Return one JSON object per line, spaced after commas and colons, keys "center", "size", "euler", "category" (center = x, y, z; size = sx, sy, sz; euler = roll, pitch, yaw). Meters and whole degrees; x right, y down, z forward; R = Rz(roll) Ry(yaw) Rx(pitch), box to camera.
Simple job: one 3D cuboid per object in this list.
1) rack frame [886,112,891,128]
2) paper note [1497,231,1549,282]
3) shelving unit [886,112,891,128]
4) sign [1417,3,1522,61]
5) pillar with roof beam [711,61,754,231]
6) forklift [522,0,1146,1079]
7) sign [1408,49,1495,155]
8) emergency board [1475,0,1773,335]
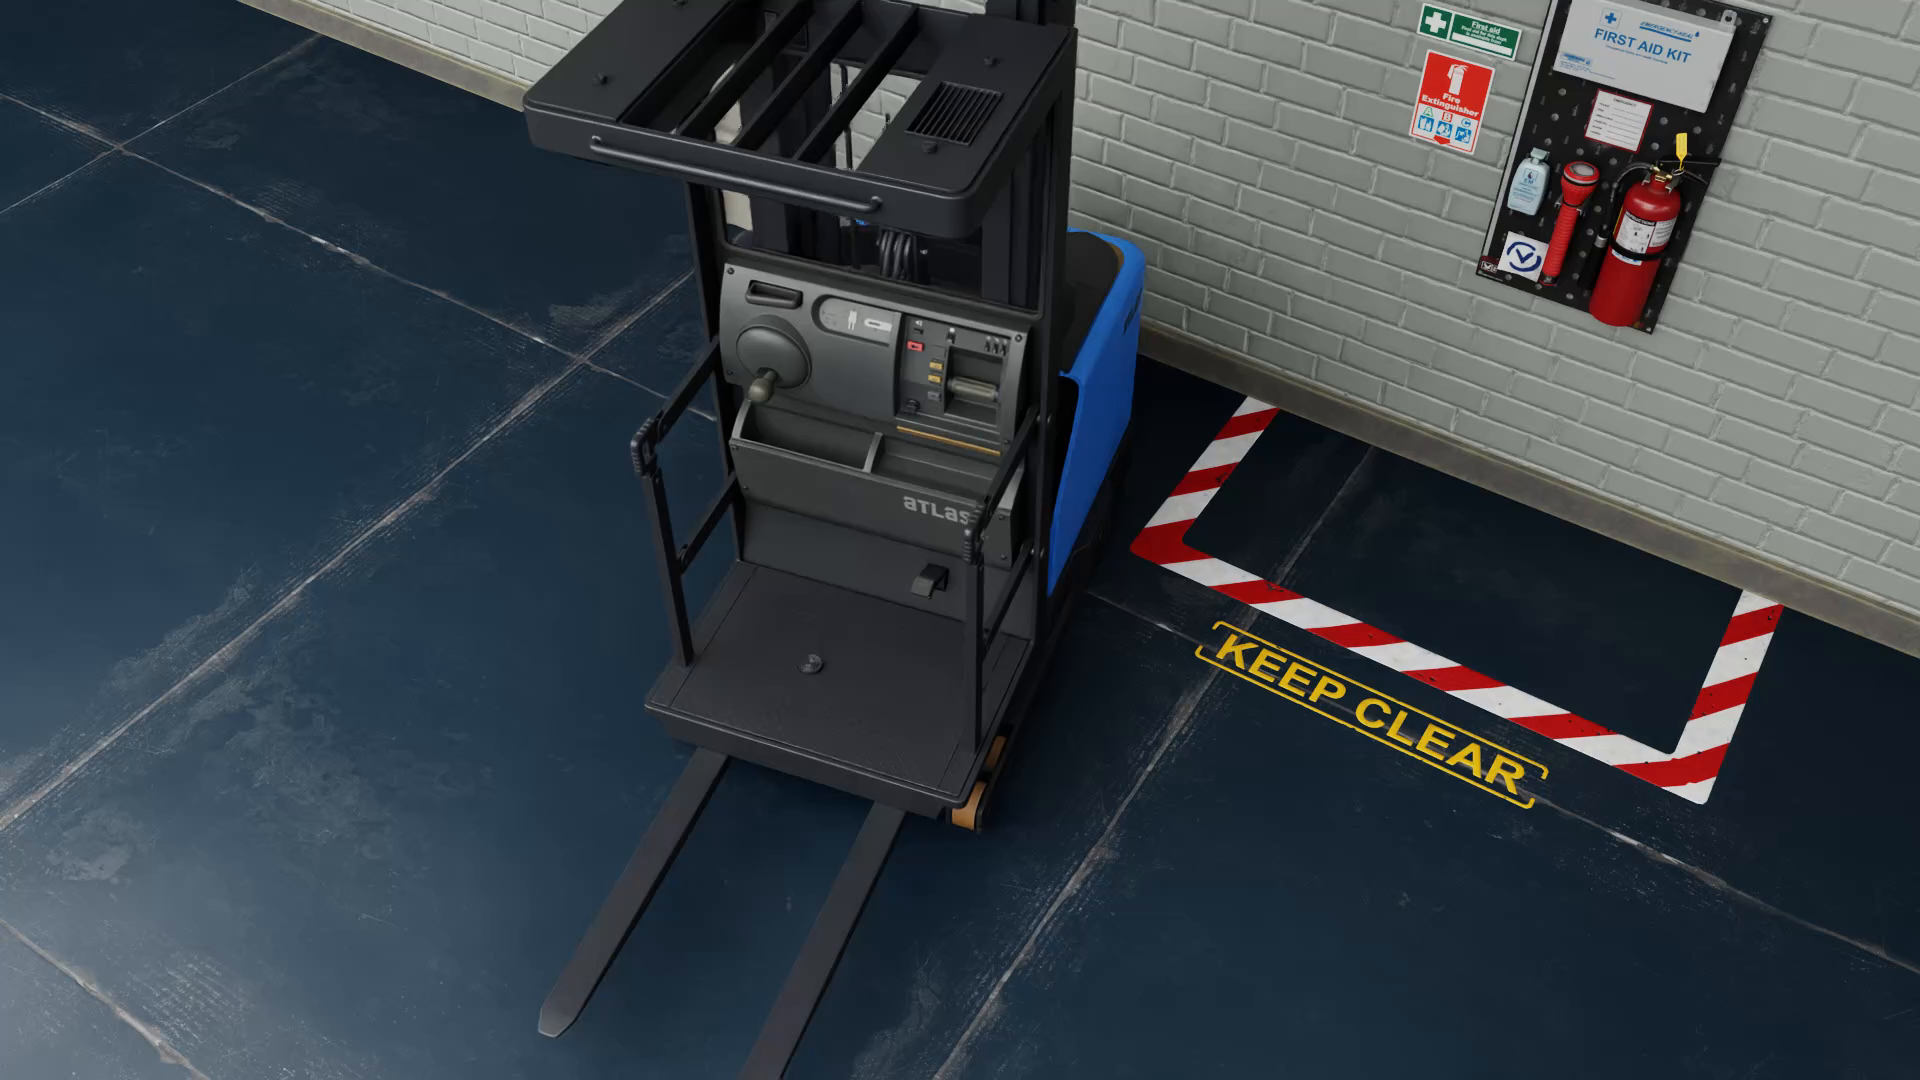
{"center": [-0.274, -1.068, 6.451], "size": [0.015, 1.200, 0.240], "euler": [4, 46, 4], "category": "rack frame"}
{"center": [1.936, -0.974, 5.719], "size": [0.142, 0.148, 0.016], "euler": [25, 51, 22], "category": "paper note"}
{"center": [-0.032, -1.050, 6.434], "size": [0.503, 1.200, 0.258], "euler": [4, 46, 4], "category": "shelving unit"}
{"center": [1.637, -1.637, 5.355], "size": [0.331, 0.109, 0.001], "euler": [25, 51, 22], "category": "sign"}
{"center": [-3.267, -2.006, 1.924], "size": [0.400, 9.000, 9.100], "euler": [25, 51, 22], "category": "pillar with roof beam"}
{"center": [-0.332, -0.436, 4.630], "size": [1.130, 2.935, 3.031], "euler": [15, 48, 14], "category": "forklift"}
{"center": [1.638, -1.460, 5.552], "size": [0.234, 0.329, 0.001], "euler": [25, 51, 22], "category": "sign"}
{"center": [2.048, -1.171, 5.296], "size": [0.643, 1.169, 0.194], "euler": [25, 51, 22], "category": "emergency board"}
